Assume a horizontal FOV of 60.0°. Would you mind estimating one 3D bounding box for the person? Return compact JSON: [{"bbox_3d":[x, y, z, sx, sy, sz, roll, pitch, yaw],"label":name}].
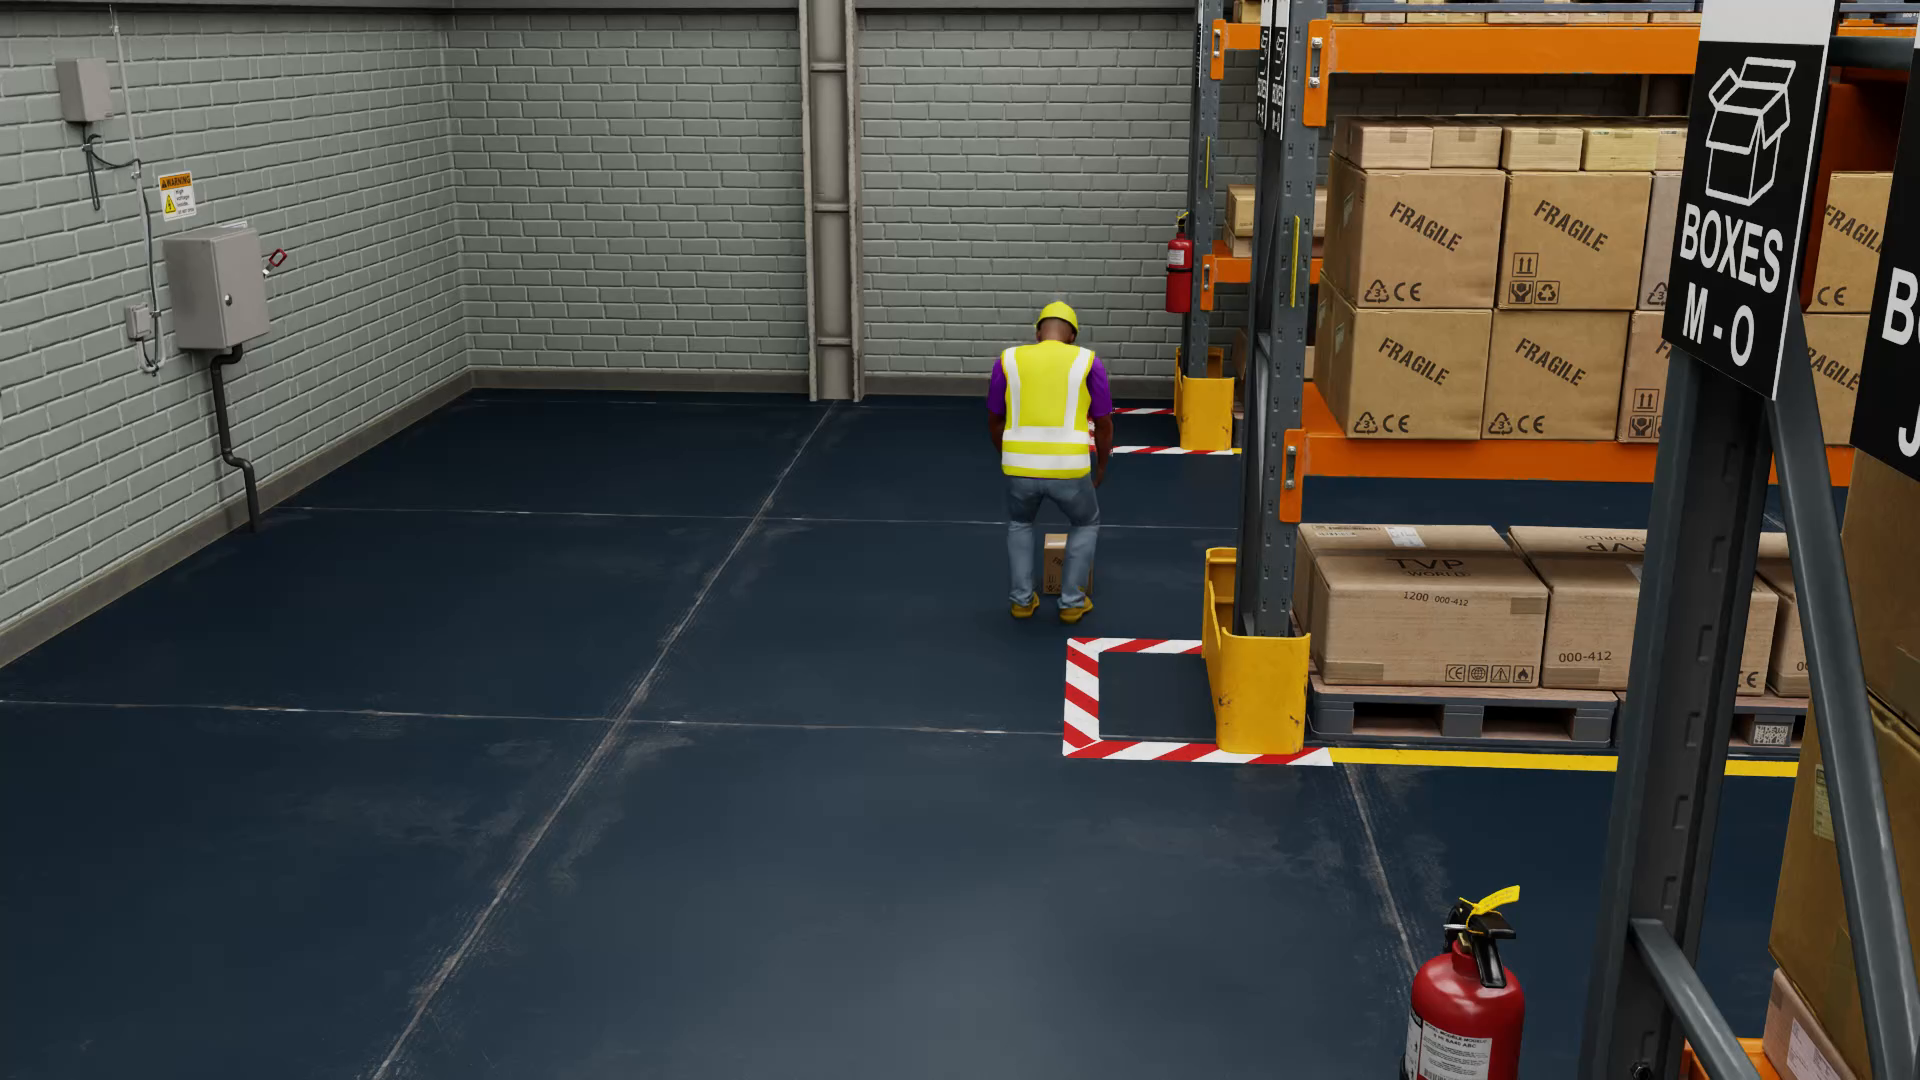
[{"bbox_3d":[0.428,-0.224,8.232,0.615,1.167,0.855,5,18,15],"label":"person"}]
